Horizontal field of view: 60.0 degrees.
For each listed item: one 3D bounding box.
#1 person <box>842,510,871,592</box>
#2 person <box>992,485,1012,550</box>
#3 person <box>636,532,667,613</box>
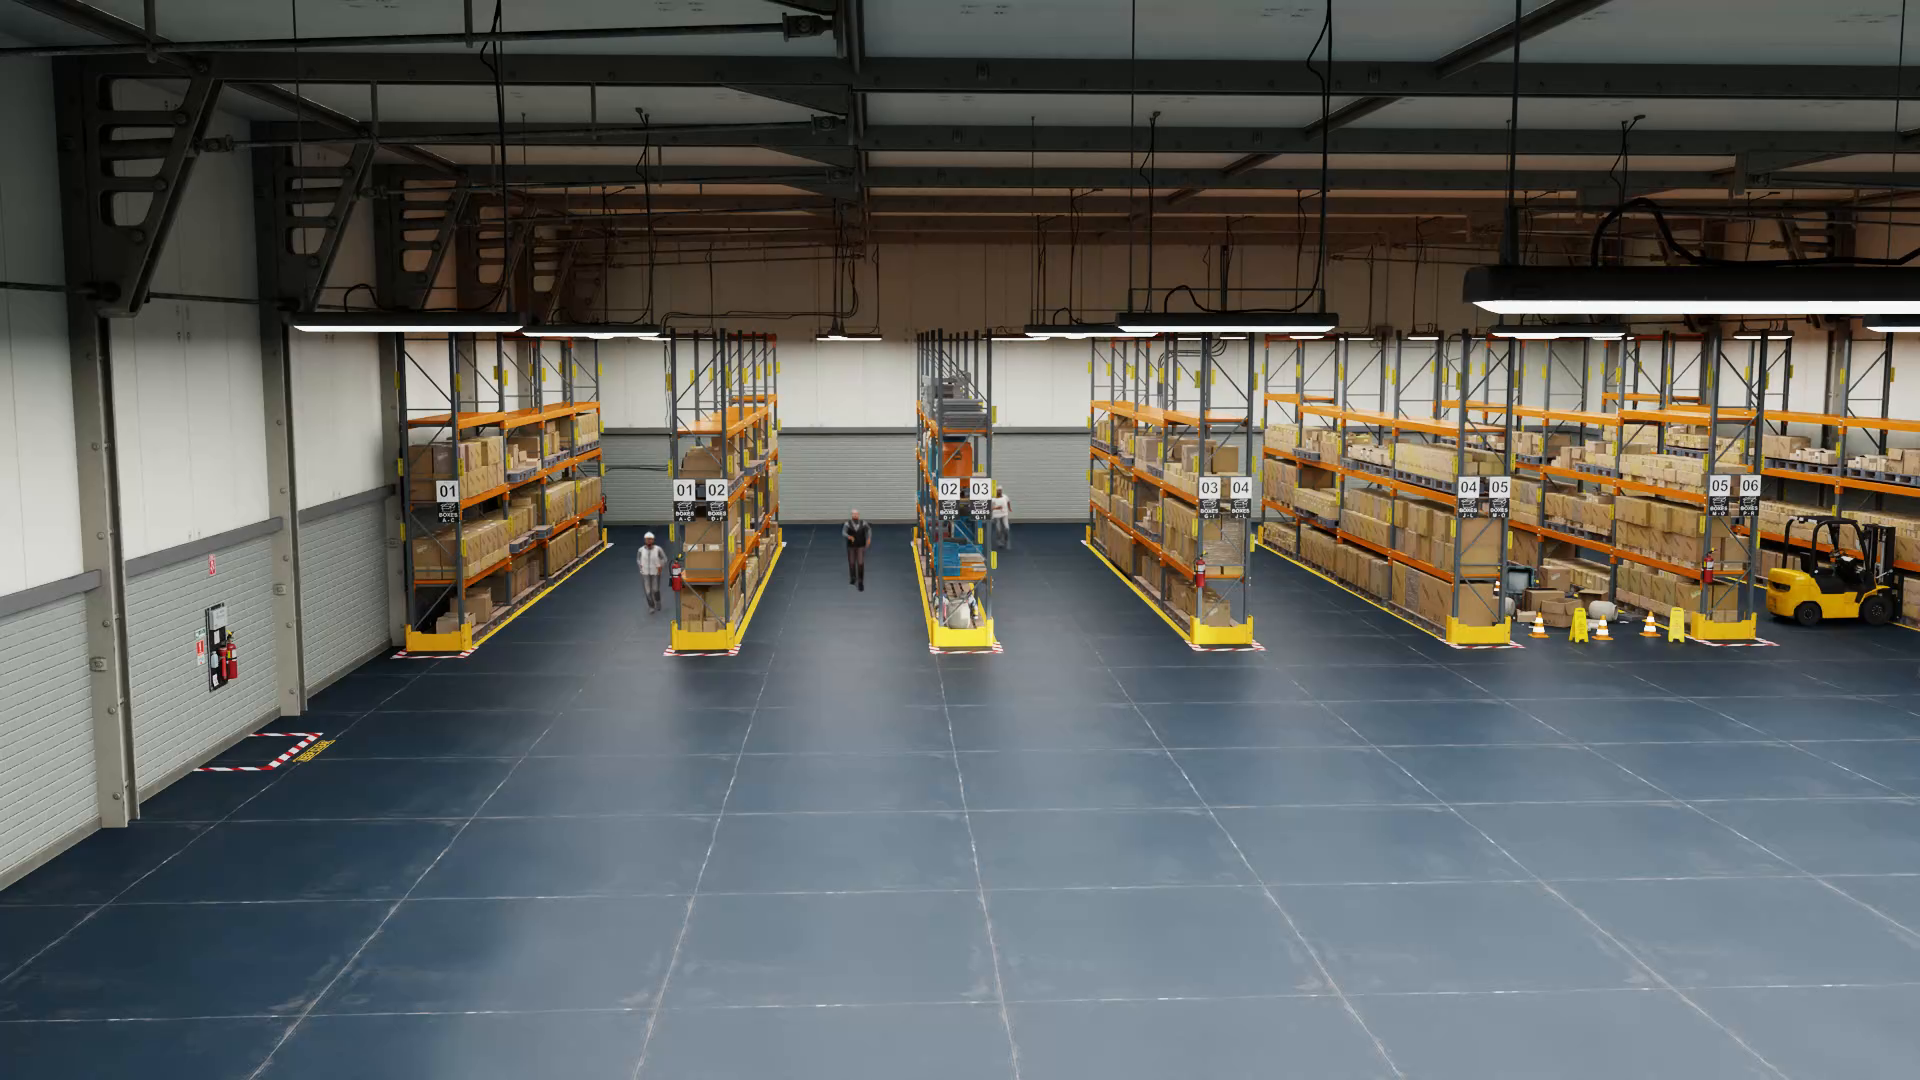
[{"bbox_3d":[-2.316,0.234,37.247,0.671,1.843,0.725,-1,7,-5],"label":"person"},{"bbox_3d":[1.120,-0.630,46.573,0.722,1.824,0.762,-1,7,-9],"label":"person"},{"bbox_3d":[-6.559,0.706,35.249,0.635,1.727,0.564,0,7,0],"label":"person"}]
